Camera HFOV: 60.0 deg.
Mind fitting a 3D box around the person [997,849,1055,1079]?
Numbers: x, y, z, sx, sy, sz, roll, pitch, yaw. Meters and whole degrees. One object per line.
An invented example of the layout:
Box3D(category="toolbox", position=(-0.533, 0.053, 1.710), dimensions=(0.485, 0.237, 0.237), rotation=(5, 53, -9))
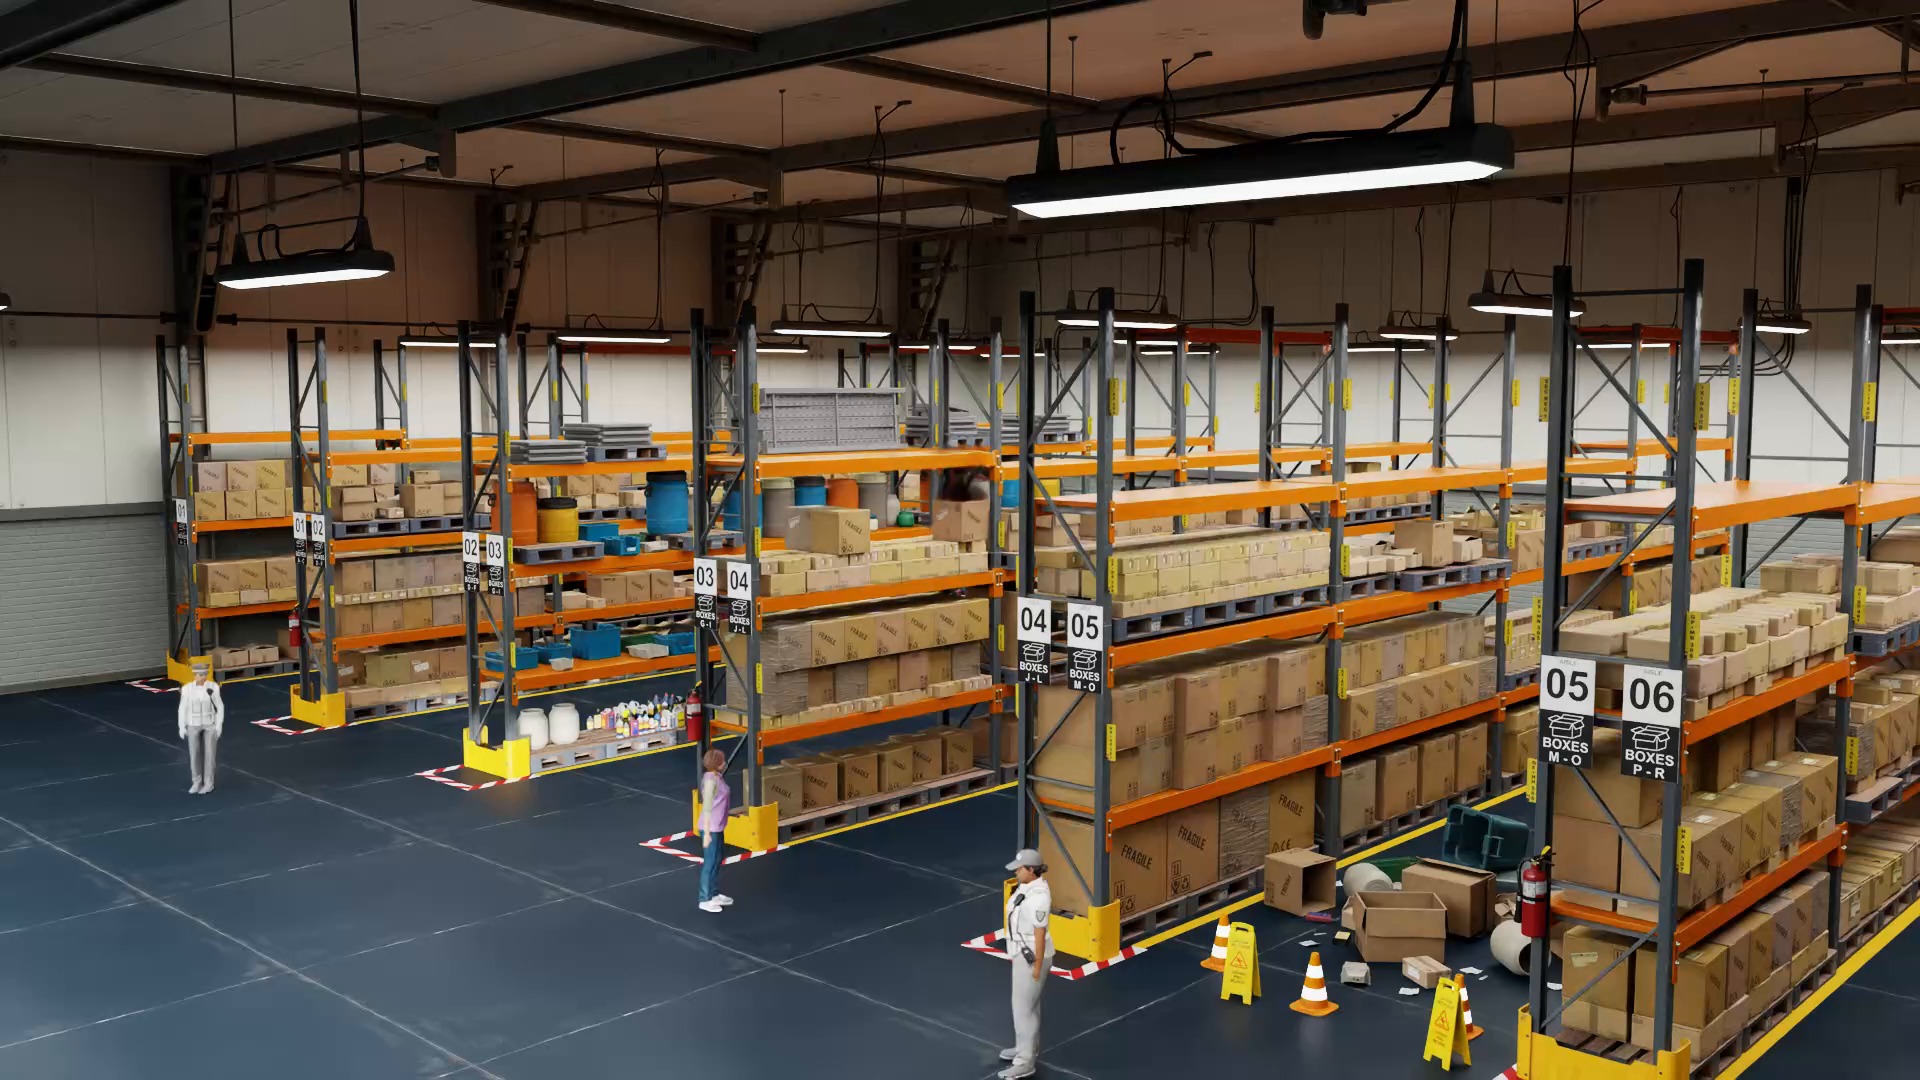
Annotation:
Box3D(category="person", position=(0.491, 3.178, 12.571), dimensions=(0.451, 1.688, 0.553), rotation=(0, 5, -4))

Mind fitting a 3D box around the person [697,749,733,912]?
Box3D(category="person", position=(-2.421, 2.841, 16.311), dimensions=(0.329, 1.609, 0.494), rotation=(0, 5, 3))

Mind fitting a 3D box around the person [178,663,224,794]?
Box3D(category="person", position=(-9.590, 2.368, 21.034), dimensions=(0.531, 1.671, 0.403), rotation=(-2, 6, -23))

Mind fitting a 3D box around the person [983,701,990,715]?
Box3D(category="person", position=(0.413, 1.873, 25.474), dimensions=(0.546, 1.806, 0.532), rotation=(-4, 7, -37))
